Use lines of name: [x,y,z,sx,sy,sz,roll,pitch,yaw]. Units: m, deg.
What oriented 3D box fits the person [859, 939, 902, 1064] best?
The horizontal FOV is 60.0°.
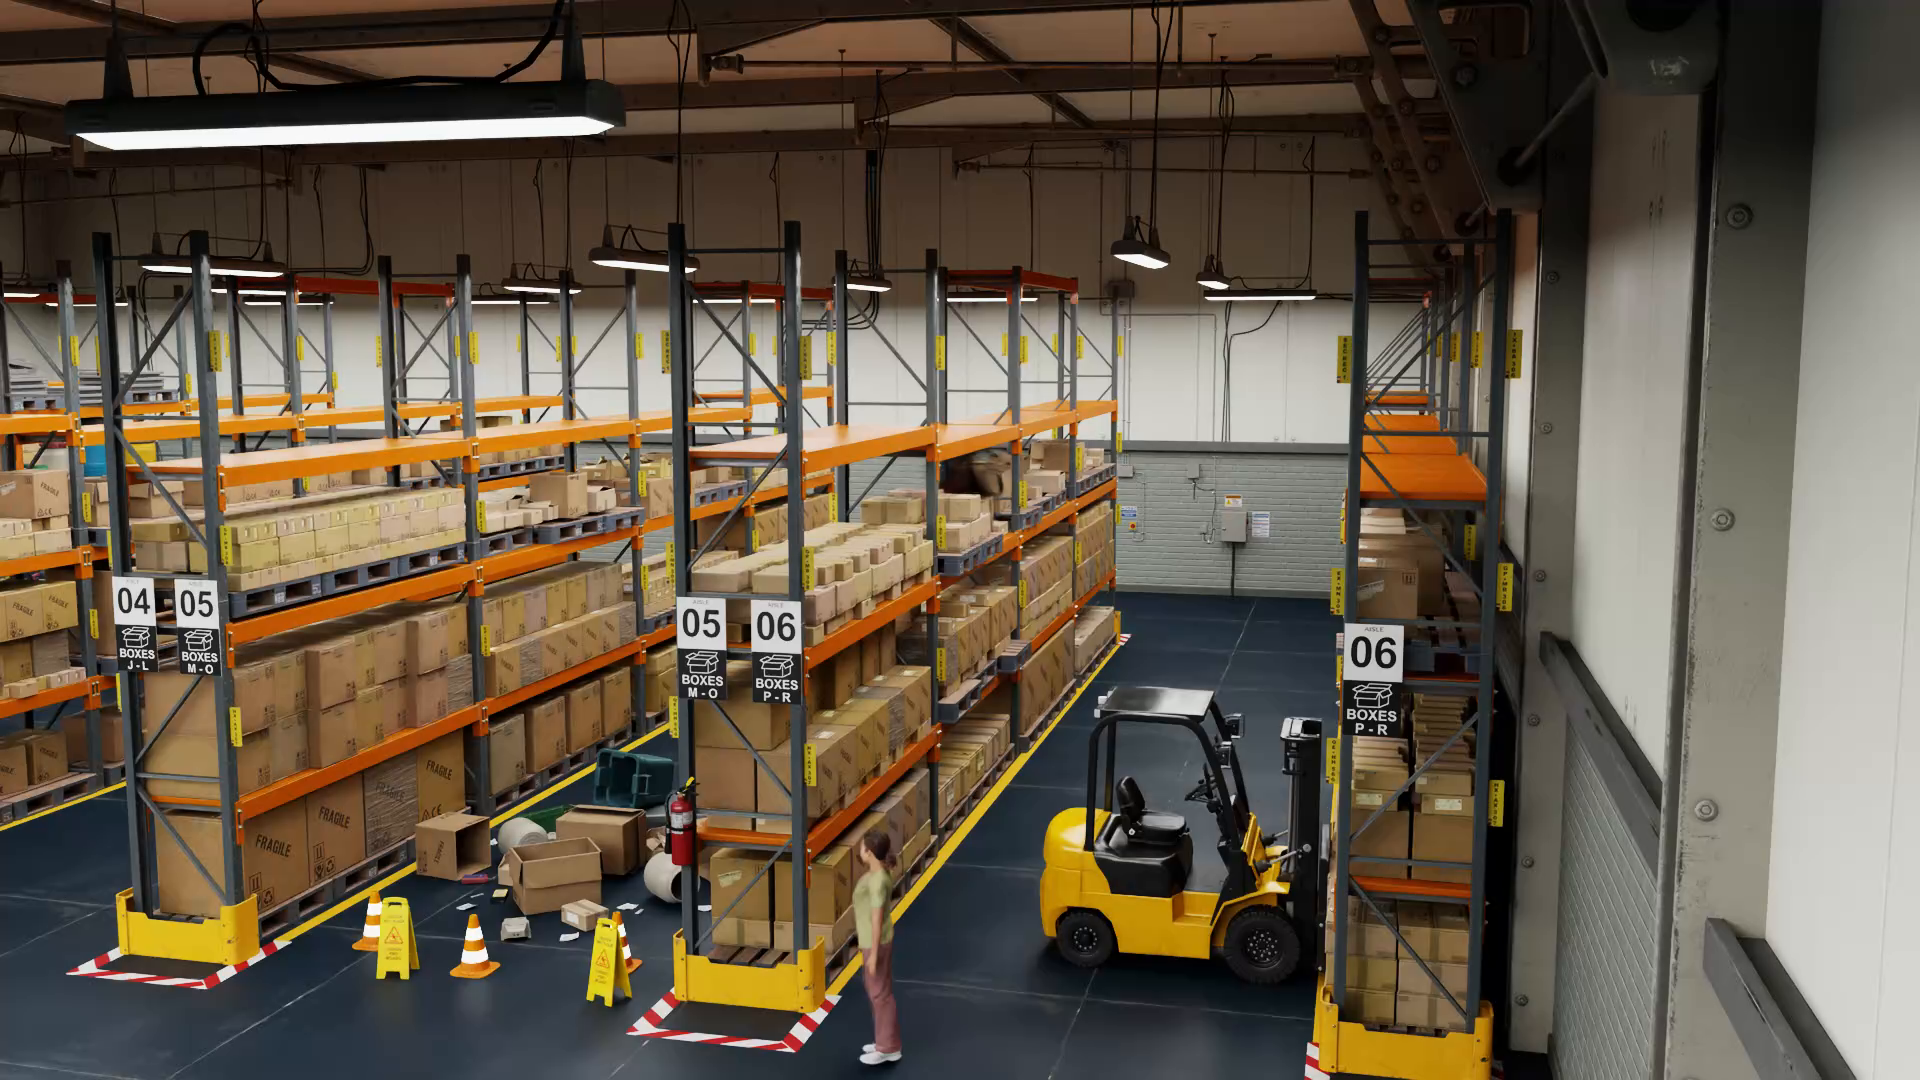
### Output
person: [-0.566,3.248,11.929,0.299,1.016,0.358,0,7,1]
